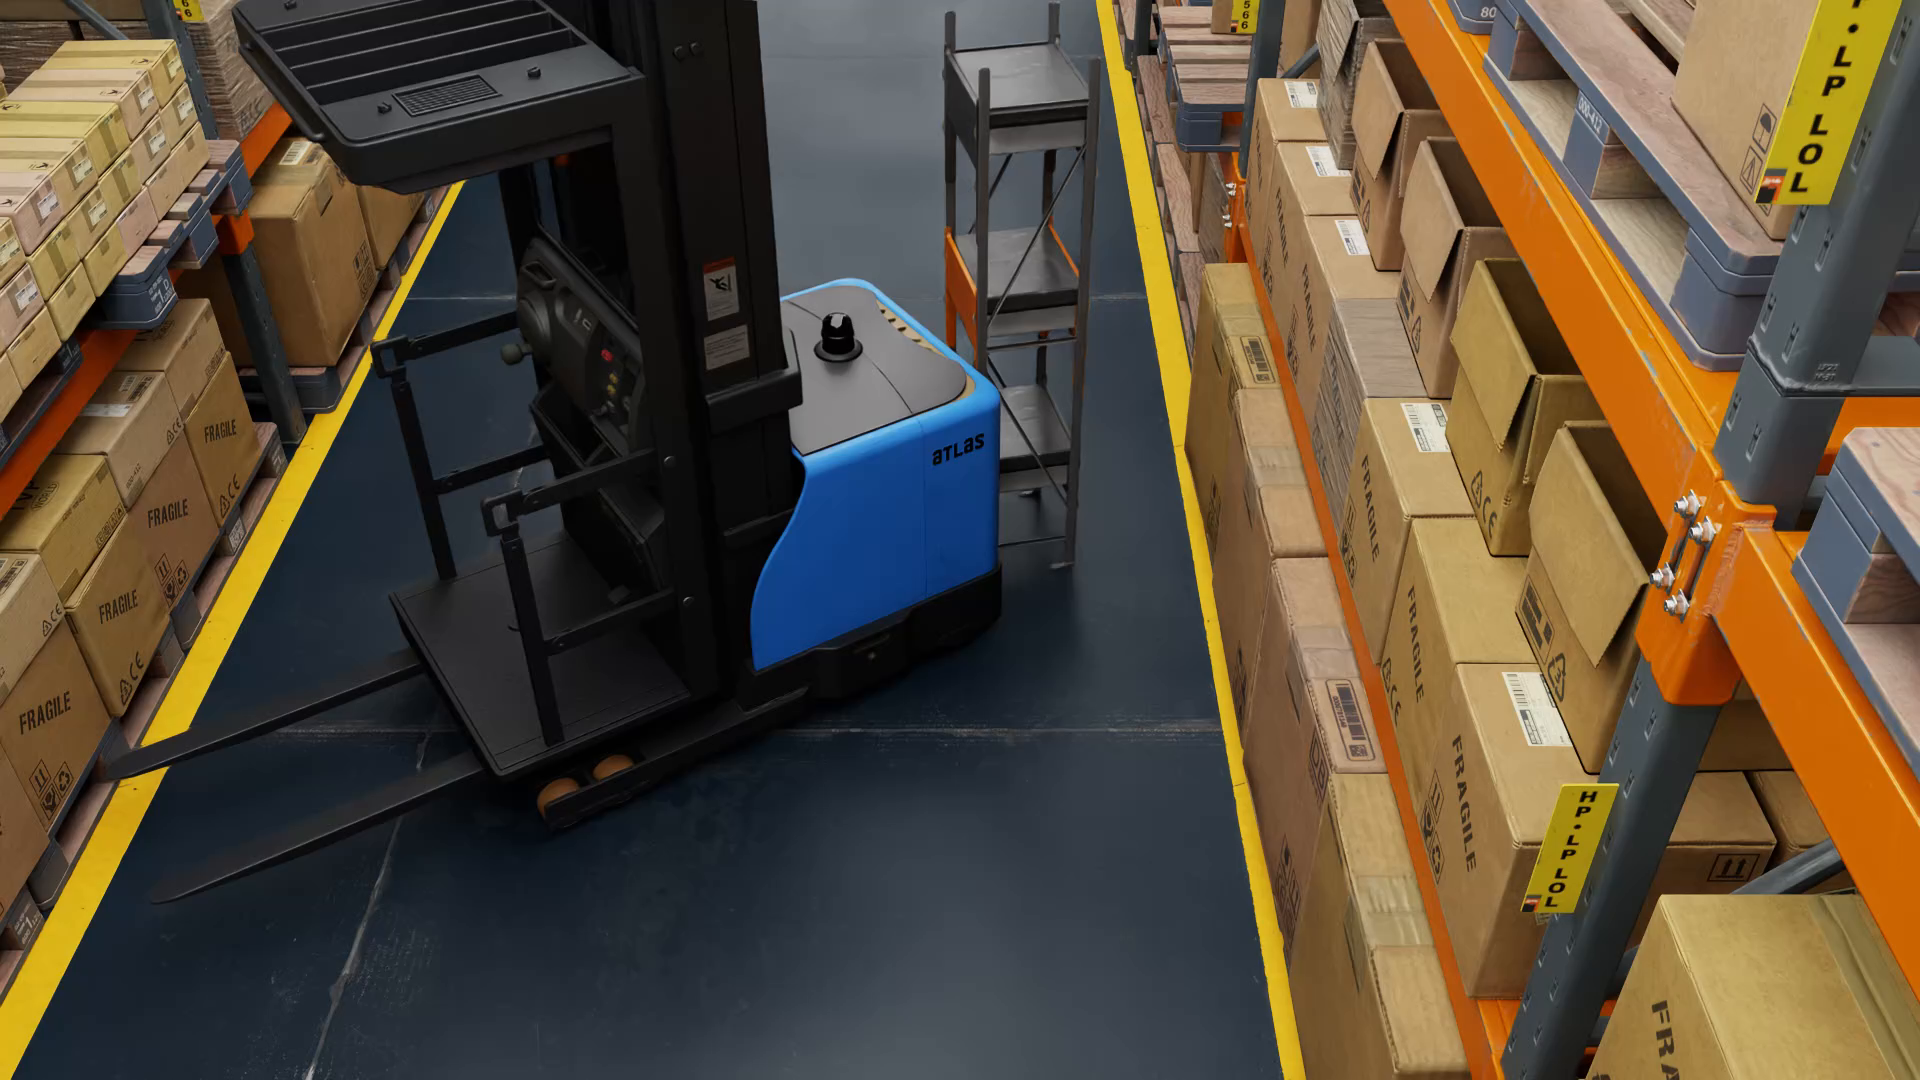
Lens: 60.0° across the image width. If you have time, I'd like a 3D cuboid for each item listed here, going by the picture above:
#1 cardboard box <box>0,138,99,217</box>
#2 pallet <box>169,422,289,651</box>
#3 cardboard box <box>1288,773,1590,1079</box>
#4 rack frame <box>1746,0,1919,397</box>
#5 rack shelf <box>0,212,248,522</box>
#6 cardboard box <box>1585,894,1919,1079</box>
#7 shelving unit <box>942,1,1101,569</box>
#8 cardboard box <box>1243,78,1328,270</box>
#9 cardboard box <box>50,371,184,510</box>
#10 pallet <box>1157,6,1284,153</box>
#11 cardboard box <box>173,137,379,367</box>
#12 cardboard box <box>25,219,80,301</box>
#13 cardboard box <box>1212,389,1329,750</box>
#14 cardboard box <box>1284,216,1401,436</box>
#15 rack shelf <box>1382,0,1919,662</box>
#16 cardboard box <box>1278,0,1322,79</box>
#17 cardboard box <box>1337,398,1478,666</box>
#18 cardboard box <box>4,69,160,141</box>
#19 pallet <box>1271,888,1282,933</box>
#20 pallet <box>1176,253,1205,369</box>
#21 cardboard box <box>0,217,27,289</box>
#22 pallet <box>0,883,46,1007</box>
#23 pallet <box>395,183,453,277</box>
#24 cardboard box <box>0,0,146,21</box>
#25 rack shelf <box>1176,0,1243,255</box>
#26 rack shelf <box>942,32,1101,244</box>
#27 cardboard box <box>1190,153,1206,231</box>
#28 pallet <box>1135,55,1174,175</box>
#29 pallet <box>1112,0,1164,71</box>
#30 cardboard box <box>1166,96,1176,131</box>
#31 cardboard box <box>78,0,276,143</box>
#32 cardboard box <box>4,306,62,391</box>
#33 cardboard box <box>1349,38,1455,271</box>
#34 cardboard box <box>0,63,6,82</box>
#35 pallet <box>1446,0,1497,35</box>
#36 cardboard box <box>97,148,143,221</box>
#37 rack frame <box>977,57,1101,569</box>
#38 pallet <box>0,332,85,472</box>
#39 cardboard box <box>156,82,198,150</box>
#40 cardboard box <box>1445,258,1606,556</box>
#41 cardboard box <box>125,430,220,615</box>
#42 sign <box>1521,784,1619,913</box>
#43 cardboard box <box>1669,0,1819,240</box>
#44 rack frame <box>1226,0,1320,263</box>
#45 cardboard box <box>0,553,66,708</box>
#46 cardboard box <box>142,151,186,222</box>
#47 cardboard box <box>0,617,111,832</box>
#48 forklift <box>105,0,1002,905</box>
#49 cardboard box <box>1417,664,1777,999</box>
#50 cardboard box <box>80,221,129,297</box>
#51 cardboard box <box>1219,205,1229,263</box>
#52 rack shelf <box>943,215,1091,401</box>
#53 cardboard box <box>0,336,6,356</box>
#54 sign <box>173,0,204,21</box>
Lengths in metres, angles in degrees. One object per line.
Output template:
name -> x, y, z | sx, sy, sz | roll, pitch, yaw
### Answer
cardboard box -> -2.923, -1.122, 5.141 | 0.380, 0.149, 0.250 | 1, 39, 1
pallet -> -3.385, -0.041, 6.633 | 1.003, 0.211, 1.213 | 0, 39, 0
cardboard box -> 1.560, 1.208, 4.207 | 1.225, 0.875, 0.875 | 0, 39, 0
rack frame -> 1.581, -1.398, 1.299 | 1.000, 3.000, 0.127 | 0, 39, 0
rack shelf -> -3.382, -0.087, 5.035 | 1.077, 0.370, 4.000 | 0, 39, 0
cardboard box -> 1.326, 0.892, 2.520 | 0.500, 0.500, 0.500 | 0, 39, 0
shelving unit -> 0.200, -0.843, 6.123 | 0.431, 2.100, 0.503 | -8, 39, -10
cardboard box -> 1.305, -1.293, 5.885 | 0.500, 0.500, 0.500 | 1, 39, 1
cardboard box -> -3.110, -0.356, 5.859 | 0.500, 0.250, 0.500 | 0, 39, 1
pallet -> 1.469, -1.929, 6.912 | 1.213, 0.211, 1.003 | 0, 39, 0
cardboard box -> -3.295, -1.285, 7.418 | 1.050, 0.750, 0.750 | -1, 39, -1
cardboard box -> -2.925, -0.848, 5.037 | 0.380, 0.149, 0.250 | 0, 39, 0
cardboard box -> 1.549, 0.096, 5.595 | 1.225, 0.875, 0.875 | 0, 39, 0
cardboard box -> 1.312, -0.651, 5.083 | 0.500, 0.500, 0.500 | -1, 39, -1
rack shelf -> 1.578, -1.198, 4.023 | 1.077, 0.370, 4.000 | 0, 39, 0
cardboard box -> 1.535, -2.099, 6.555 | 0.500, 0.500, 0.500 | -5, 39, -6
cardboard box -> 1.306, -0.025, 4.302 | 0.500, 0.500, 0.500 | 0, 39, -1
cardboard box -> -2.927, -1.453, 5.554 | 0.380, 0.149, 0.250 | 0, 39, -1
pallet -> 1.500, 0.784, 5.603 | 1.003, 0.211, 1.213 | 0, 39, 0
pallet -> 1.577, -0.959, 7.778 | 1.003, 0.211, 1.213 | 0, 39, 0
cardboard box -> -2.926, -0.801, 4.741 | 0.380, 0.149, 0.250 | 2, 39, 2
pallet -> -3.382, 1.484, 4.729 | 1.003, 0.211, 1.213 | 0, 39, 0
pallet -> -3.308, -1.784, 8.808 | 1.003, 0.211, 1.213 | 0, 39, 0
cardboard box -> -3.375, -2.328, 6.377 | 0.700, 0.500, 0.500 | 0, 39, 0
rack shelf -> 1.574, -2.529, 8.082 | 1.077, 0.370, 4.000 | 0, 39, 0
rack shelf -> 0.200, -1.379, 5.694 | 0.431, 0.518, 0.480 | -8, 39, -10
cardboard box -> 1.534, -1.875, 8.338 | 0.700, 0.500, 0.500 | 3, 39, 4
pallet -> 1.574, -2.485, 9.682 | 1.003, 0.211, 1.213 | 0, 39, 0
pallet -> 1.535, -3.392, 10.814 | 1.003, 0.211, 1.213 | 0, 39, 0
cardboard box -> 1.532, -2.574, 9.210 | 0.700, 0.500, 0.500 | 0, 39, 0
cardboard box -> -3.115, -1.938, 6.690 | 0.500, 0.500, 0.500 | 0, 39, 0
cardboard box -> -2.928, -0.574, 4.932 | 0.380, 0.149, 0.250 | 1, 39, 1
cardboard box -> 1.559, -1.124, 4.872 | 0.797, 0.503, 0.637 | 1, 39, 1
cardboard box -> -3.577, -1.624, 5.768 | 0.380, 0.149, 0.250 | 0, 39, 0
pallet -> 1.634, -1.553, 4.042 | 1.003, 0.211, 1.213 | 2, 39, 2
cardboard box -> -2.923, -1.160, 5.426 | 0.380, 0.149, 0.250 | 1, 39, 1
rack frame -> 0.255, -0.694, 5.937 | 0.400, 2.100, 0.015 | -8, 39, -10
pallet -> -3.341, -0.305, 4.886 | 1.003, 0.211, 1.213 | 0, 39, 0
cardboard box -> -2.928, -1.492, 5.840 | 0.380, 0.149, 0.250 | 1, 39, 1
cardboard box -> 1.583, -0.316, 3.864 | 0.797, 0.503, 0.637 | 0, 39, 0
cardboard box -> -3.125, -0.071, 6.103 | 0.500, 0.500, 0.500 | 1, 39, 2
sign -> 1.038, 0.528, 2.829 | 0.100, 0.325, 0.005 | 0, 39, 0
cardboard box -> 1.570, -0.793, 2.527 | 0.700, 0.500, 0.500 | 1, 39, 1
rack frame -> 1.576, -1.559, 6.296 | 1.000, 3.000, 0.127 | 0, 39, 0
cardboard box -> -3.115, 0.288, 5.056 | 0.500, 0.250, 0.500 | 1, 39, 2
cardboard box -> -2.925, -1.221, 5.740 | 0.380, 0.149, 0.250 | 0, 39, 0
cardboard box -> -3.131, 0.574, 5.298 | 0.500, 0.500, 0.500 | 1, 39, 1
forklift -> -1.358, -0.563, 5.109 | 3.031, 2.935, 1.130 | -22, 44, -25
cardboard box -> 1.307, 0.612, 3.508 | 0.500, 0.500, 0.500 | 0, 39, 0
cardboard box -> -2.928, -0.904, 5.344 | 0.380, 0.149, 0.250 | -1, 39, -1
cardboard box -> 1.555, -1.174, 7.463 | 0.700, 0.500, 0.500 | -2, 39, -2
rack shelf -> 0.200, -0.832, 6.131 | 0.431, 0.518, 0.480 | -8, 39, -10
cardboard box -> -2.924, -0.523, 4.632 | 0.380, 0.149, 0.250 | -1, 39, -1
sign -> -2.841, -2.045, 6.041 | 0.100, 0.325, 0.005 | 0, 39, 0
